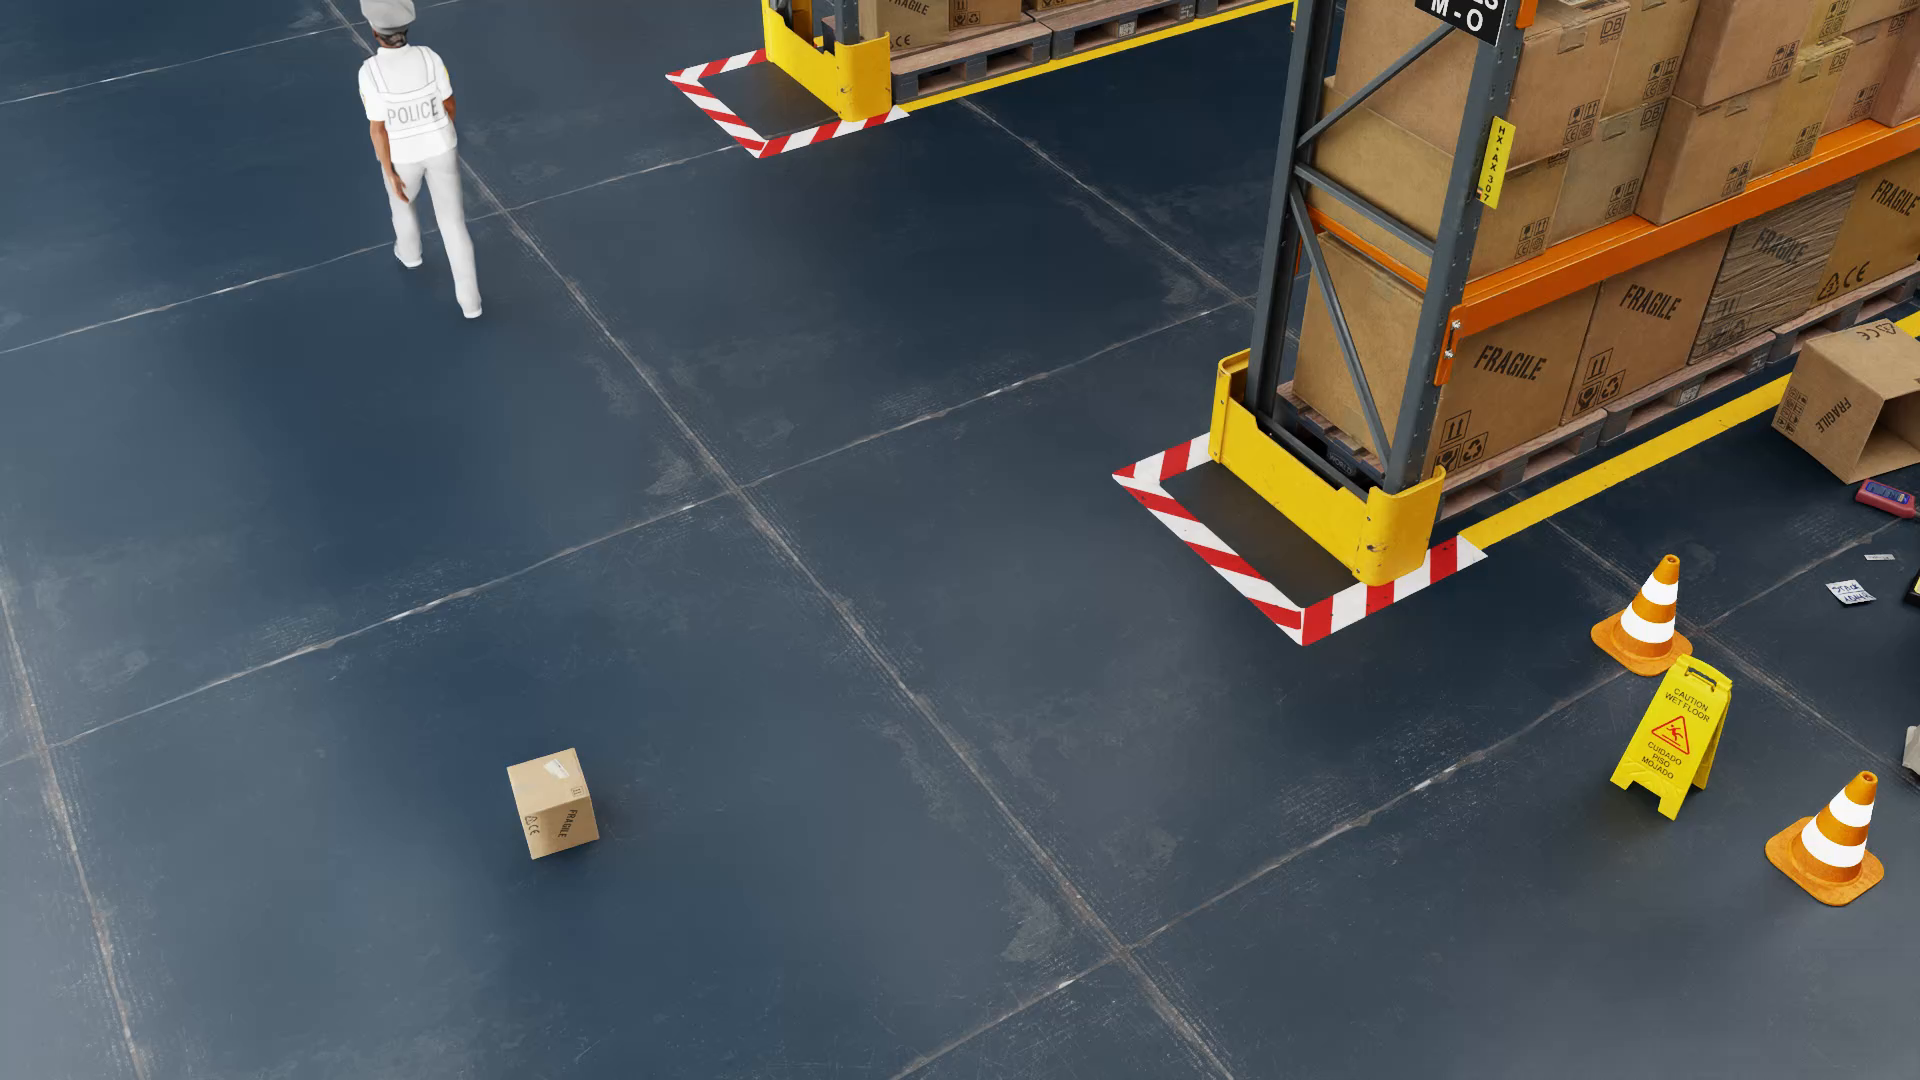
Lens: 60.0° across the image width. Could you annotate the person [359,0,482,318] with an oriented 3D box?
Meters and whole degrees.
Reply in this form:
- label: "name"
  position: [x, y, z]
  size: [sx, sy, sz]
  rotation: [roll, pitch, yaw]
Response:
- label: "person"
  position: [-2.762, -2.021, 8.444]
  size: [0.458, 1.642, 0.937]
  rotation: [-19, 44, -20]
